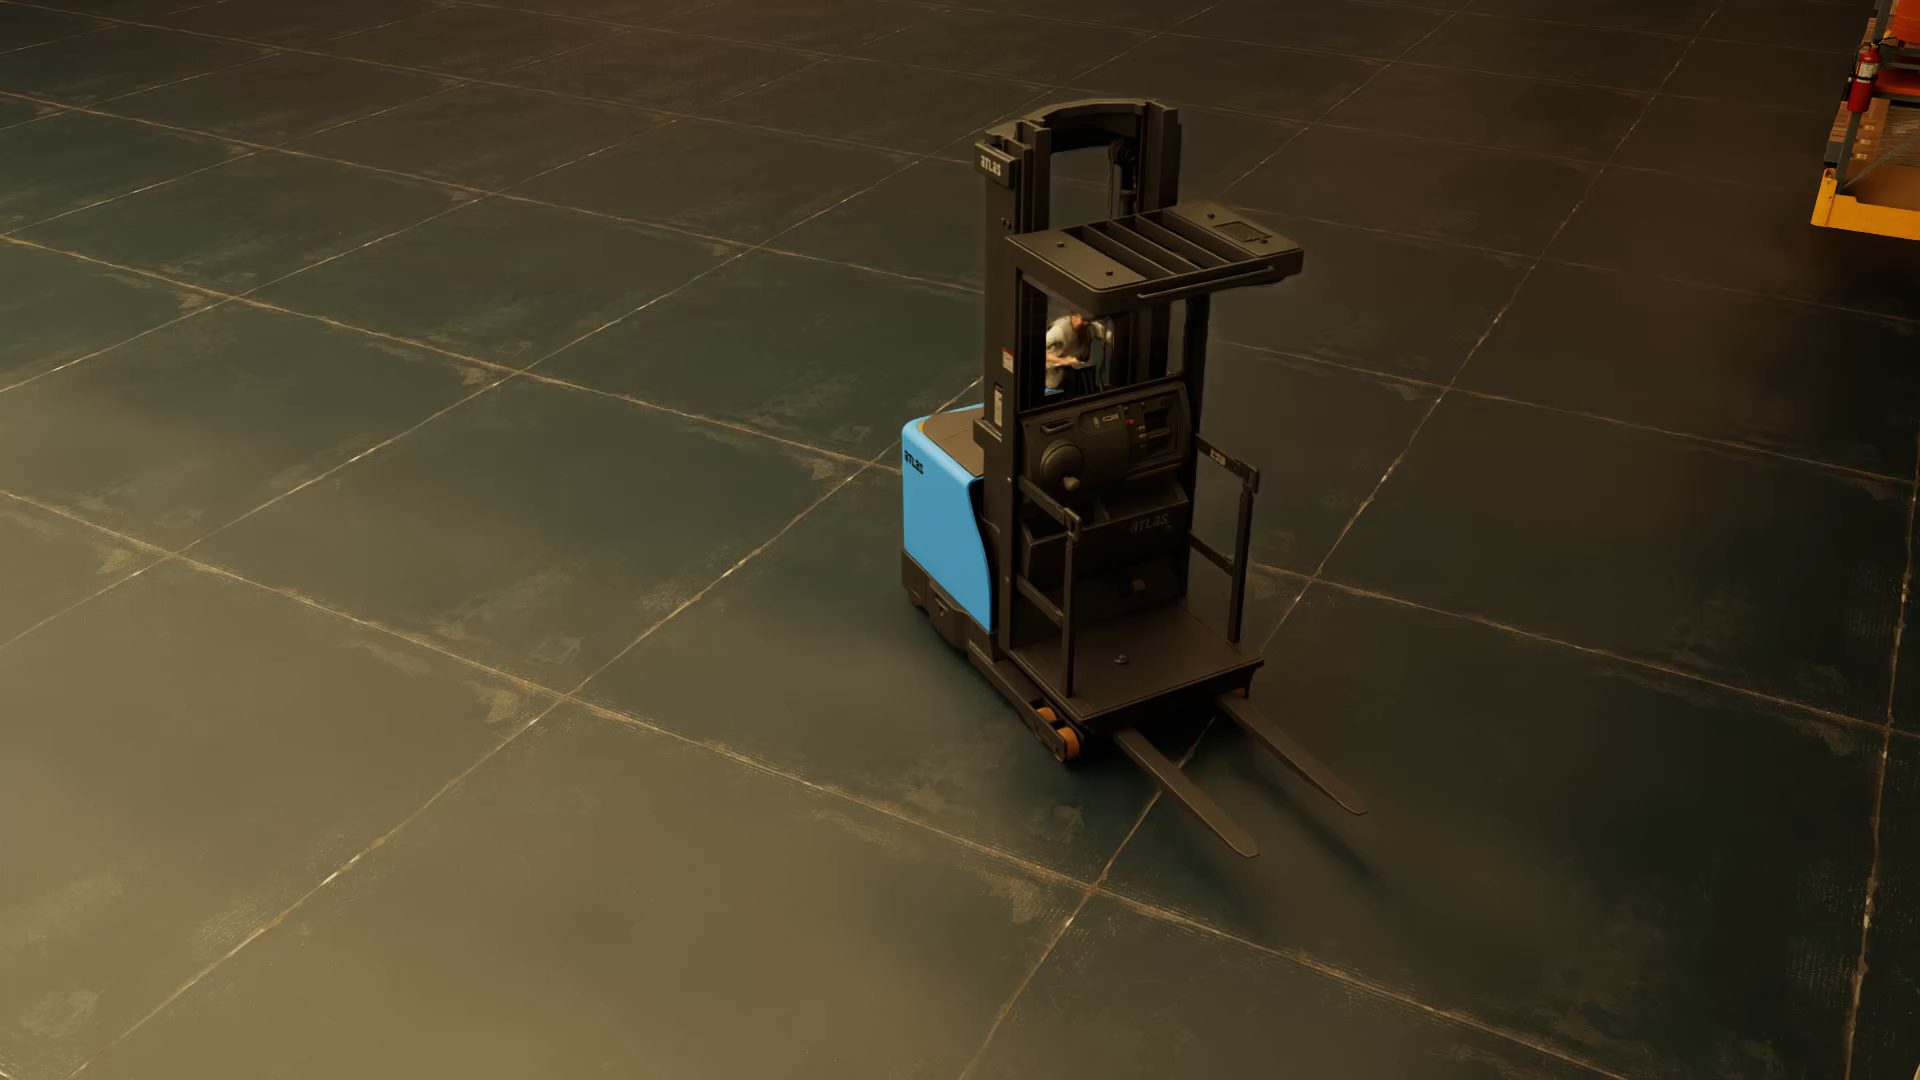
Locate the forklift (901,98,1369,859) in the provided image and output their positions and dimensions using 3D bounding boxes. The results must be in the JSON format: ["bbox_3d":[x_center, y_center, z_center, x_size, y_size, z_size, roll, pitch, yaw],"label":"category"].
[{"bbox_3d":[0.817,-0.447,7.845,1.130,2.935,3.031,-15,33,-24],"label":"forklift"}]

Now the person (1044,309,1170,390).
[{"bbox_3d":[0.756,-0.839,10.142,1.021,1.352,0.701,7,31,12],"label":"person"}]
